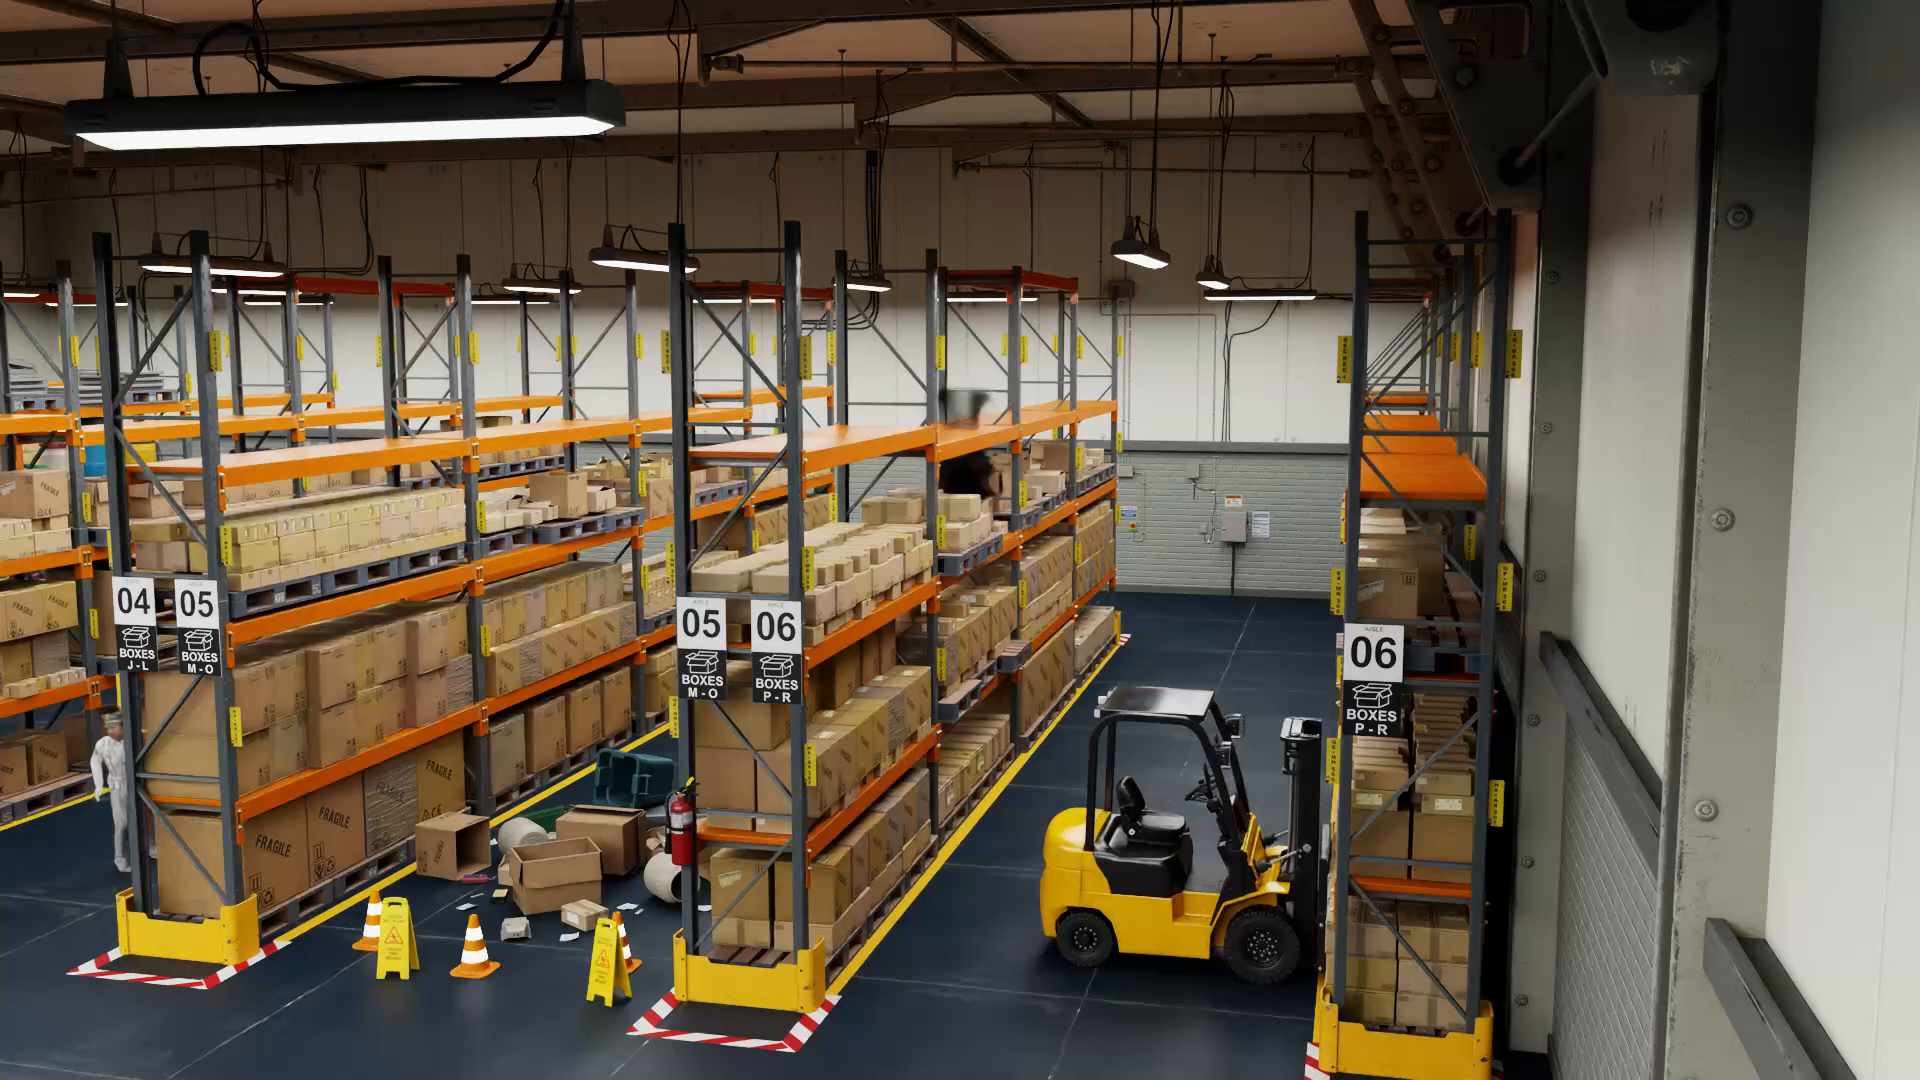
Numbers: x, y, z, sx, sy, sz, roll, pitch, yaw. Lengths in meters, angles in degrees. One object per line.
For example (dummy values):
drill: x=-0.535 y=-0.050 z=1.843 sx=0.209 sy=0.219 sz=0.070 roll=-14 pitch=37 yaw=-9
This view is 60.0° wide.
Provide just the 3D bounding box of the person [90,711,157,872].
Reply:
person: x=-8.072 y=2.439 z=16.191 sx=0.607 sy=1.633 sz=0.766 roll=-5 pitch=9 yaw=-37
